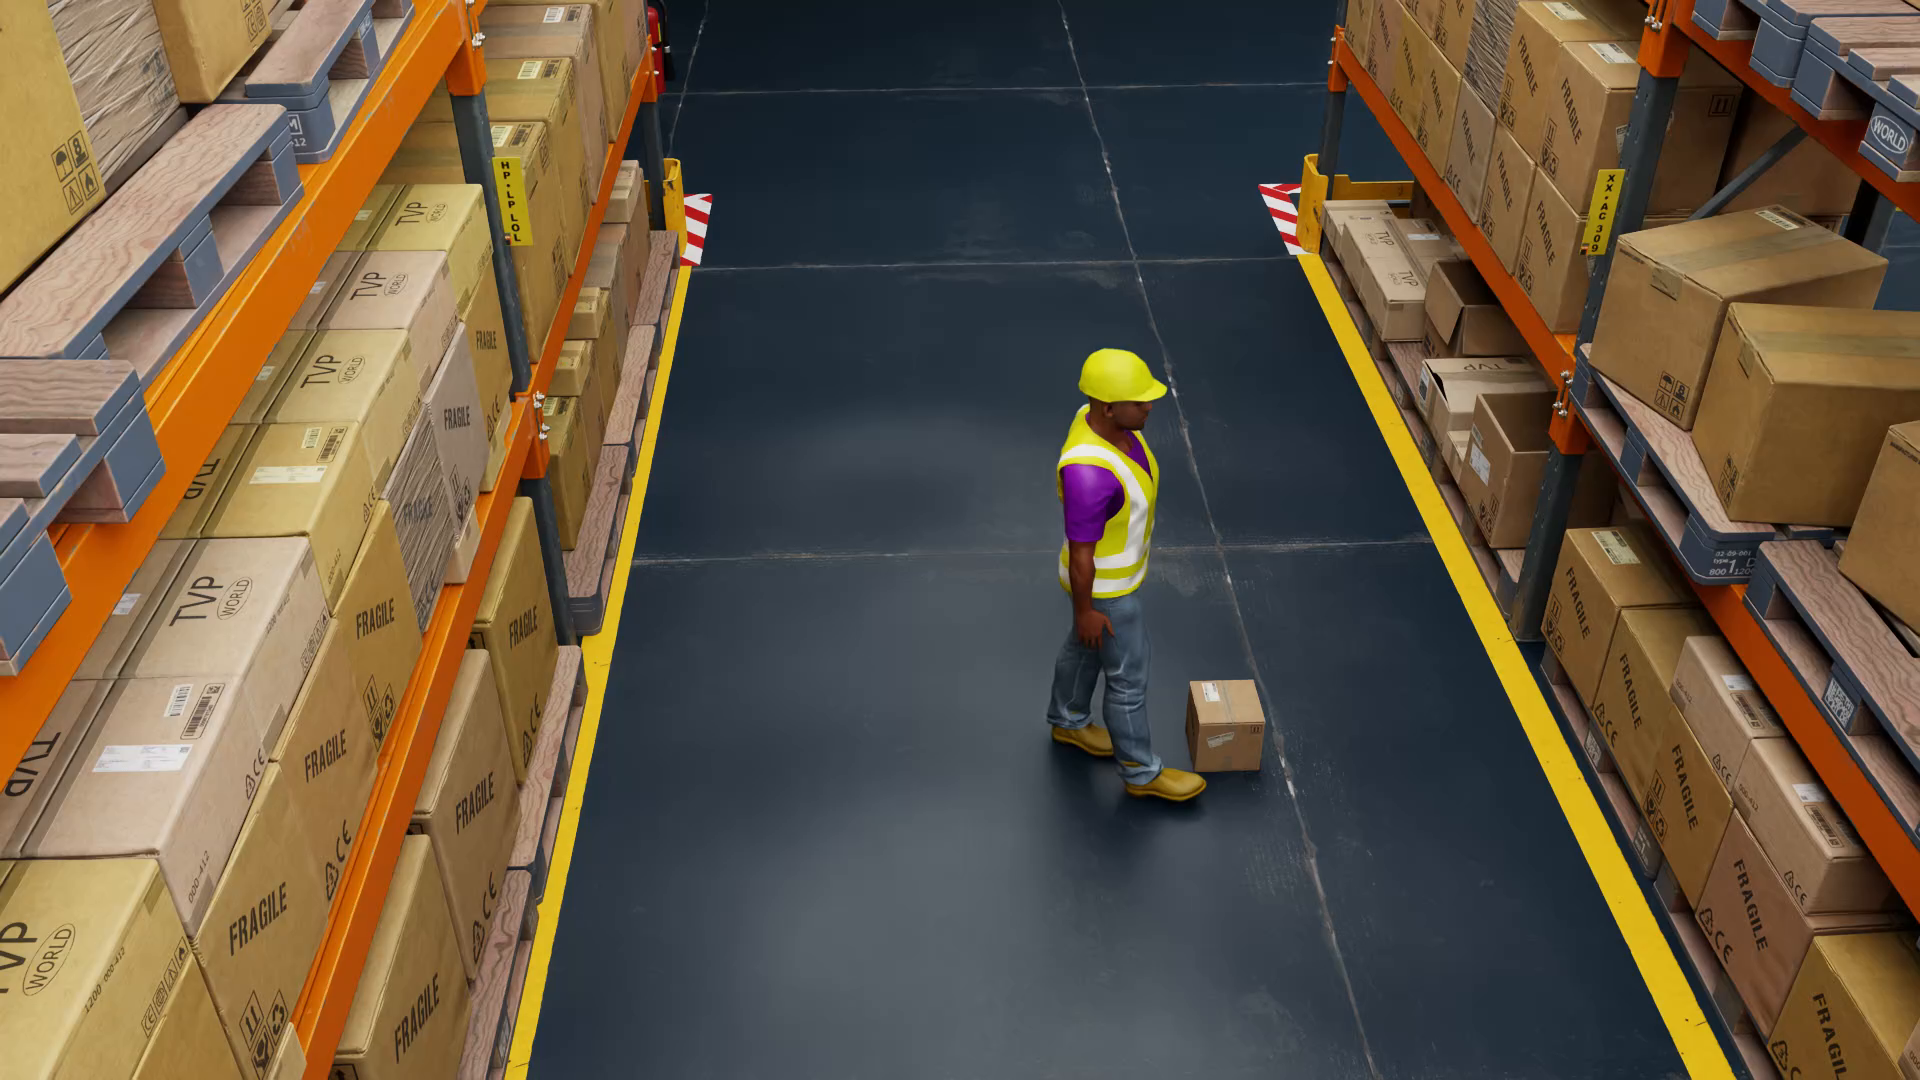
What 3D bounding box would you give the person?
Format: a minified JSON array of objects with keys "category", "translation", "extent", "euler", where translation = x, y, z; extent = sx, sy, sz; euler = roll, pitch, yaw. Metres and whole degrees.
[{"category":"person","translation":[0.639,0.119,5.943],"extent":[0.641,1.760,0.569],"euler":[6,35,9]}]
